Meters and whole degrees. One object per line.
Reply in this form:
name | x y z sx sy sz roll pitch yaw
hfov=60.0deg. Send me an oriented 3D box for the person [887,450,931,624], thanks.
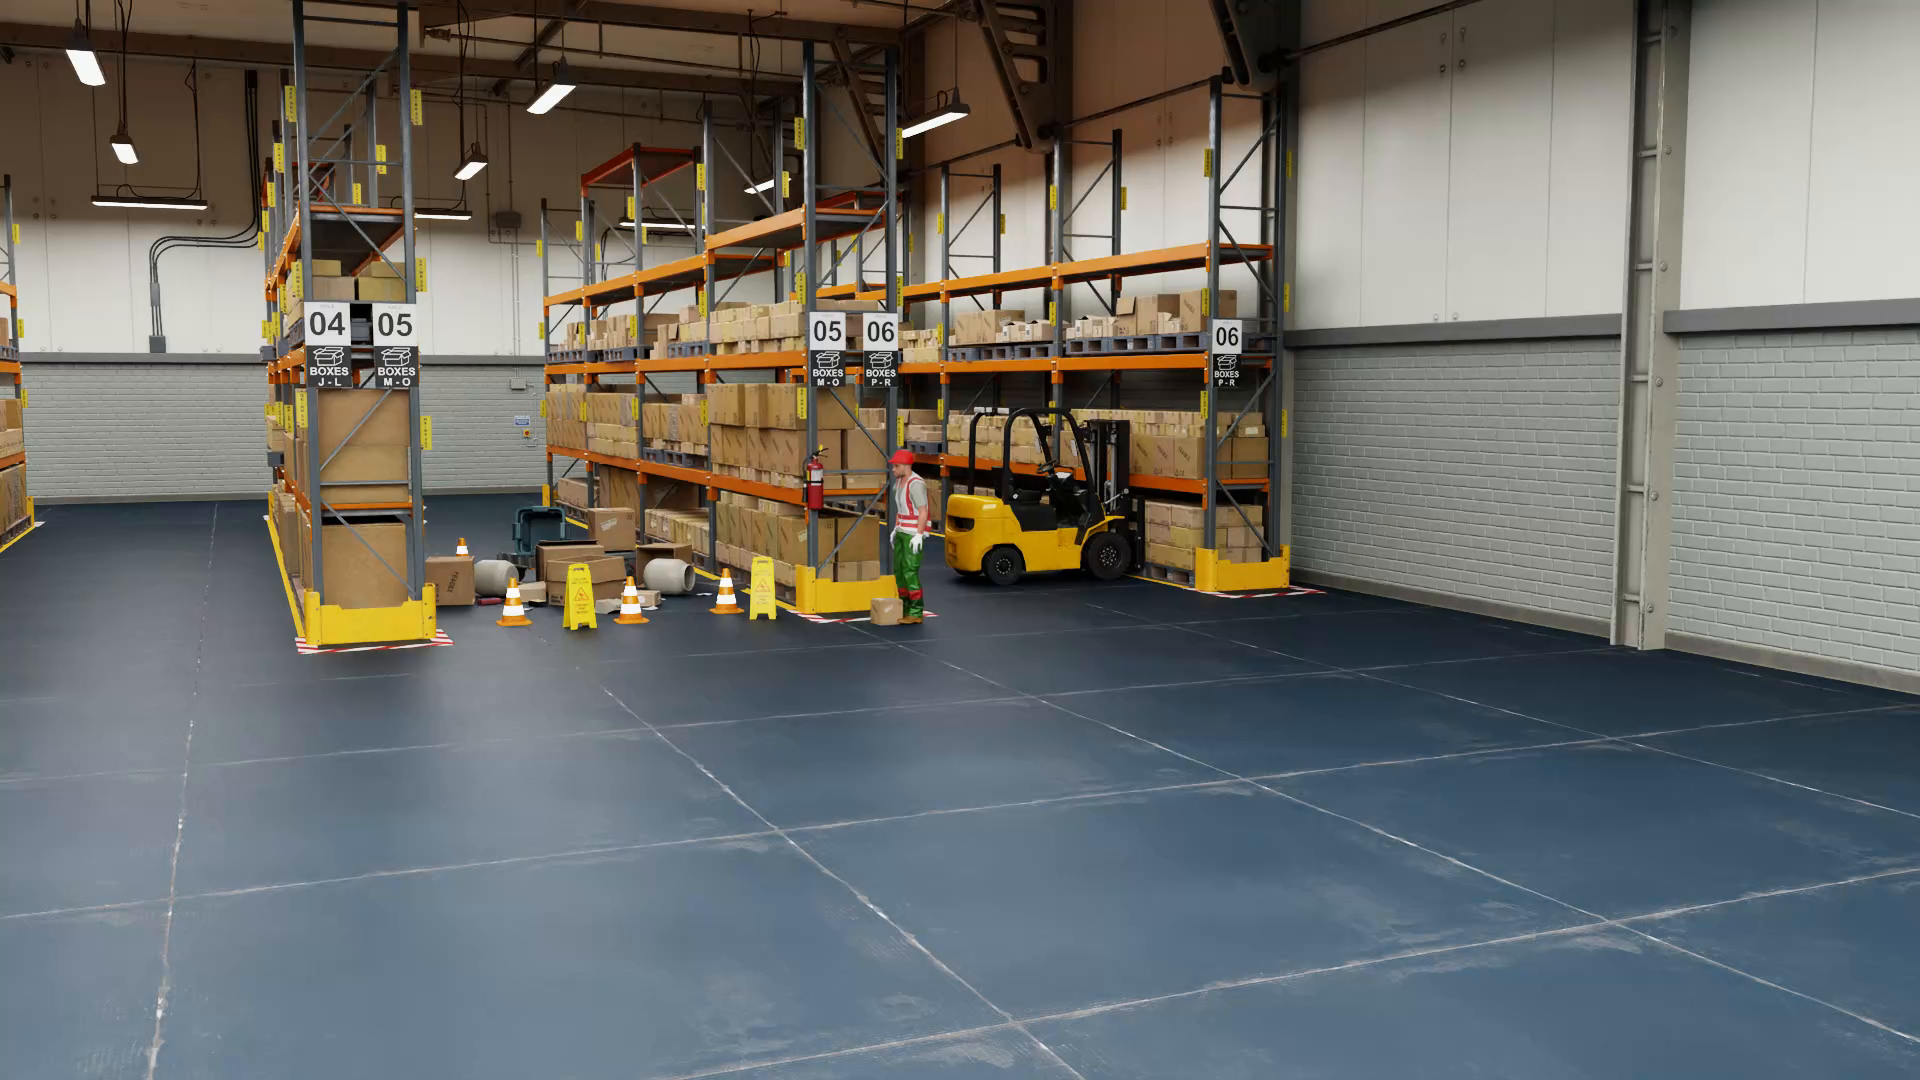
person | -0.543 -0.038 17.035 0.453 1.777 0.609 -3 6 -27
